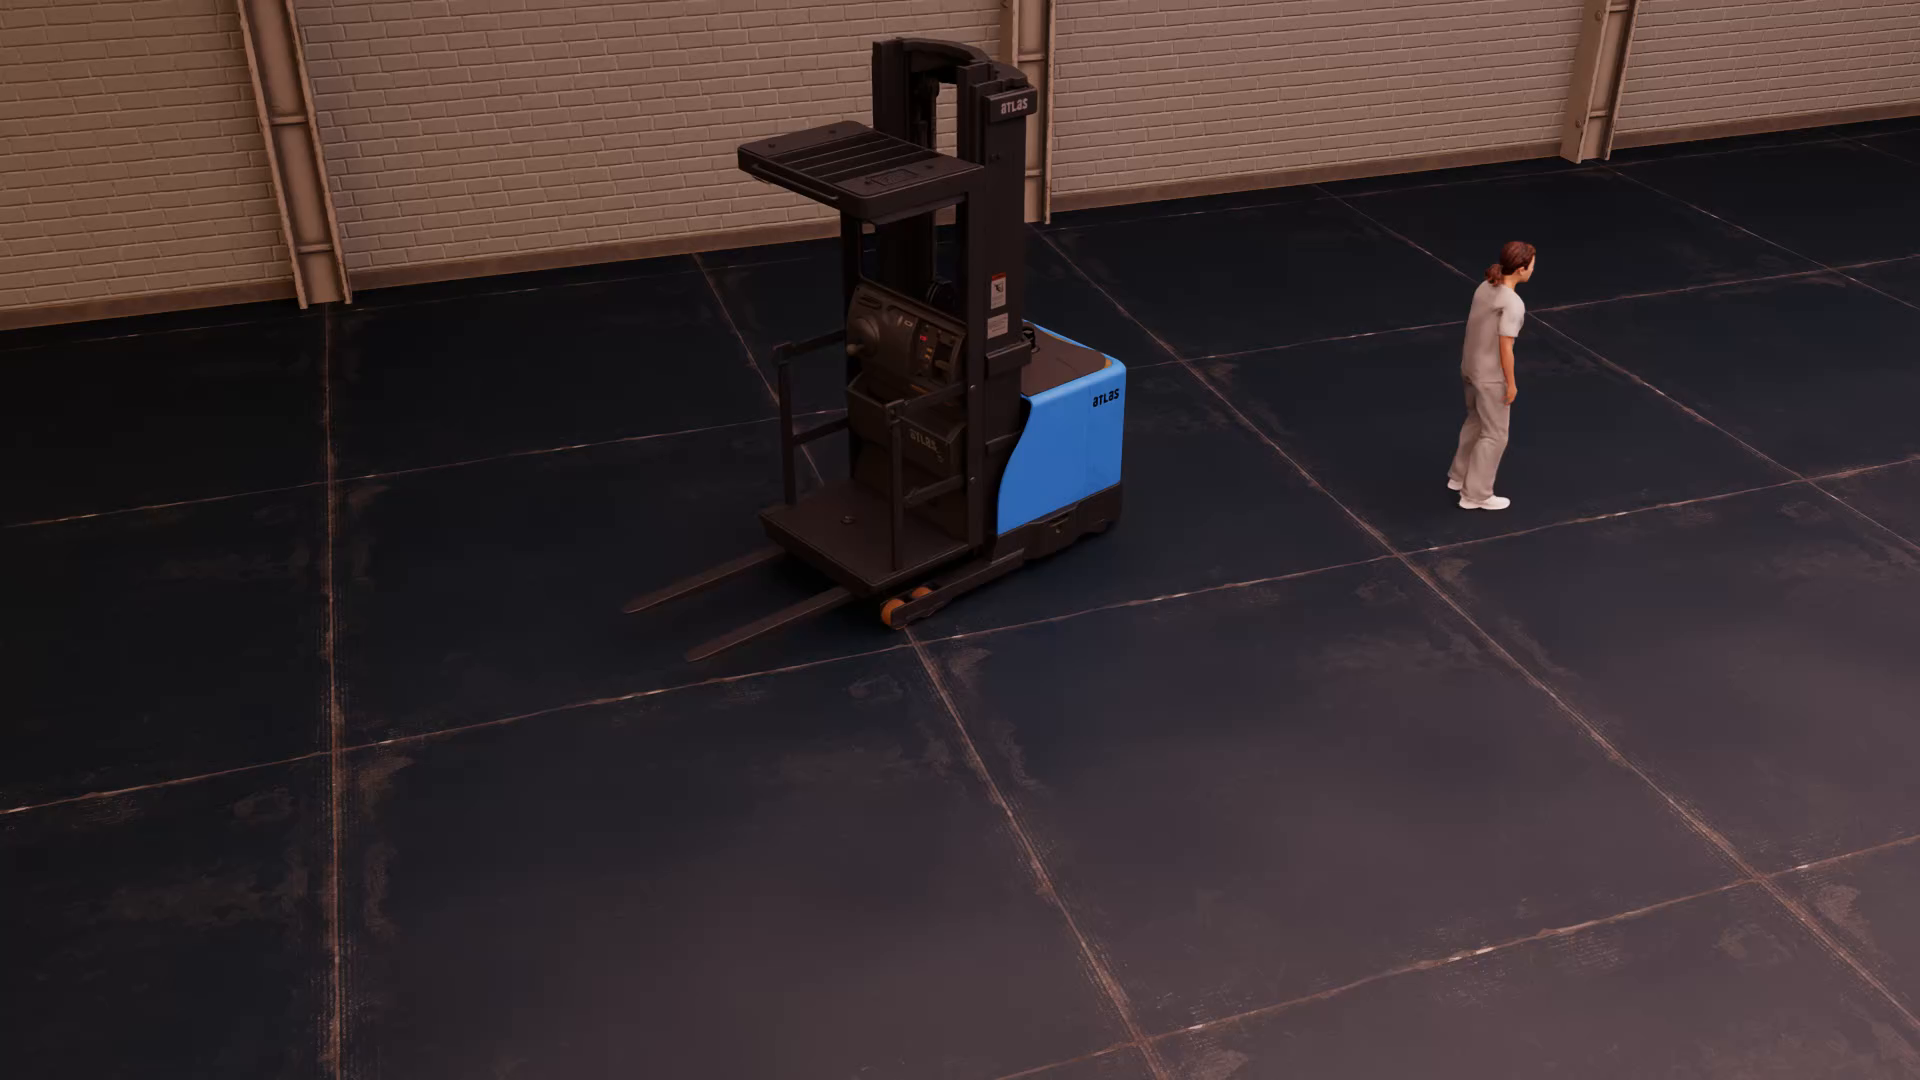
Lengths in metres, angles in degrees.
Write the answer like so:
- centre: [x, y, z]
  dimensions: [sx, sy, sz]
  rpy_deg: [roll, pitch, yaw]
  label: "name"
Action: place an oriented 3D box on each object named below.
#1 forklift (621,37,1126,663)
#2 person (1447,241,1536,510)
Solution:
- centre: [-0.461, -1.072, 8.951]
  dimensions: [3.031, 2.935, 1.130]
  rpy_deg: [-23, 37, -34]
  label: "forklift"
- centre: [3.239, -1.007, 10.105]
  dimensions: [0.375, 1.675, 0.490]
  rpy_deg: [-5, 30, -8]
  label: "person"
